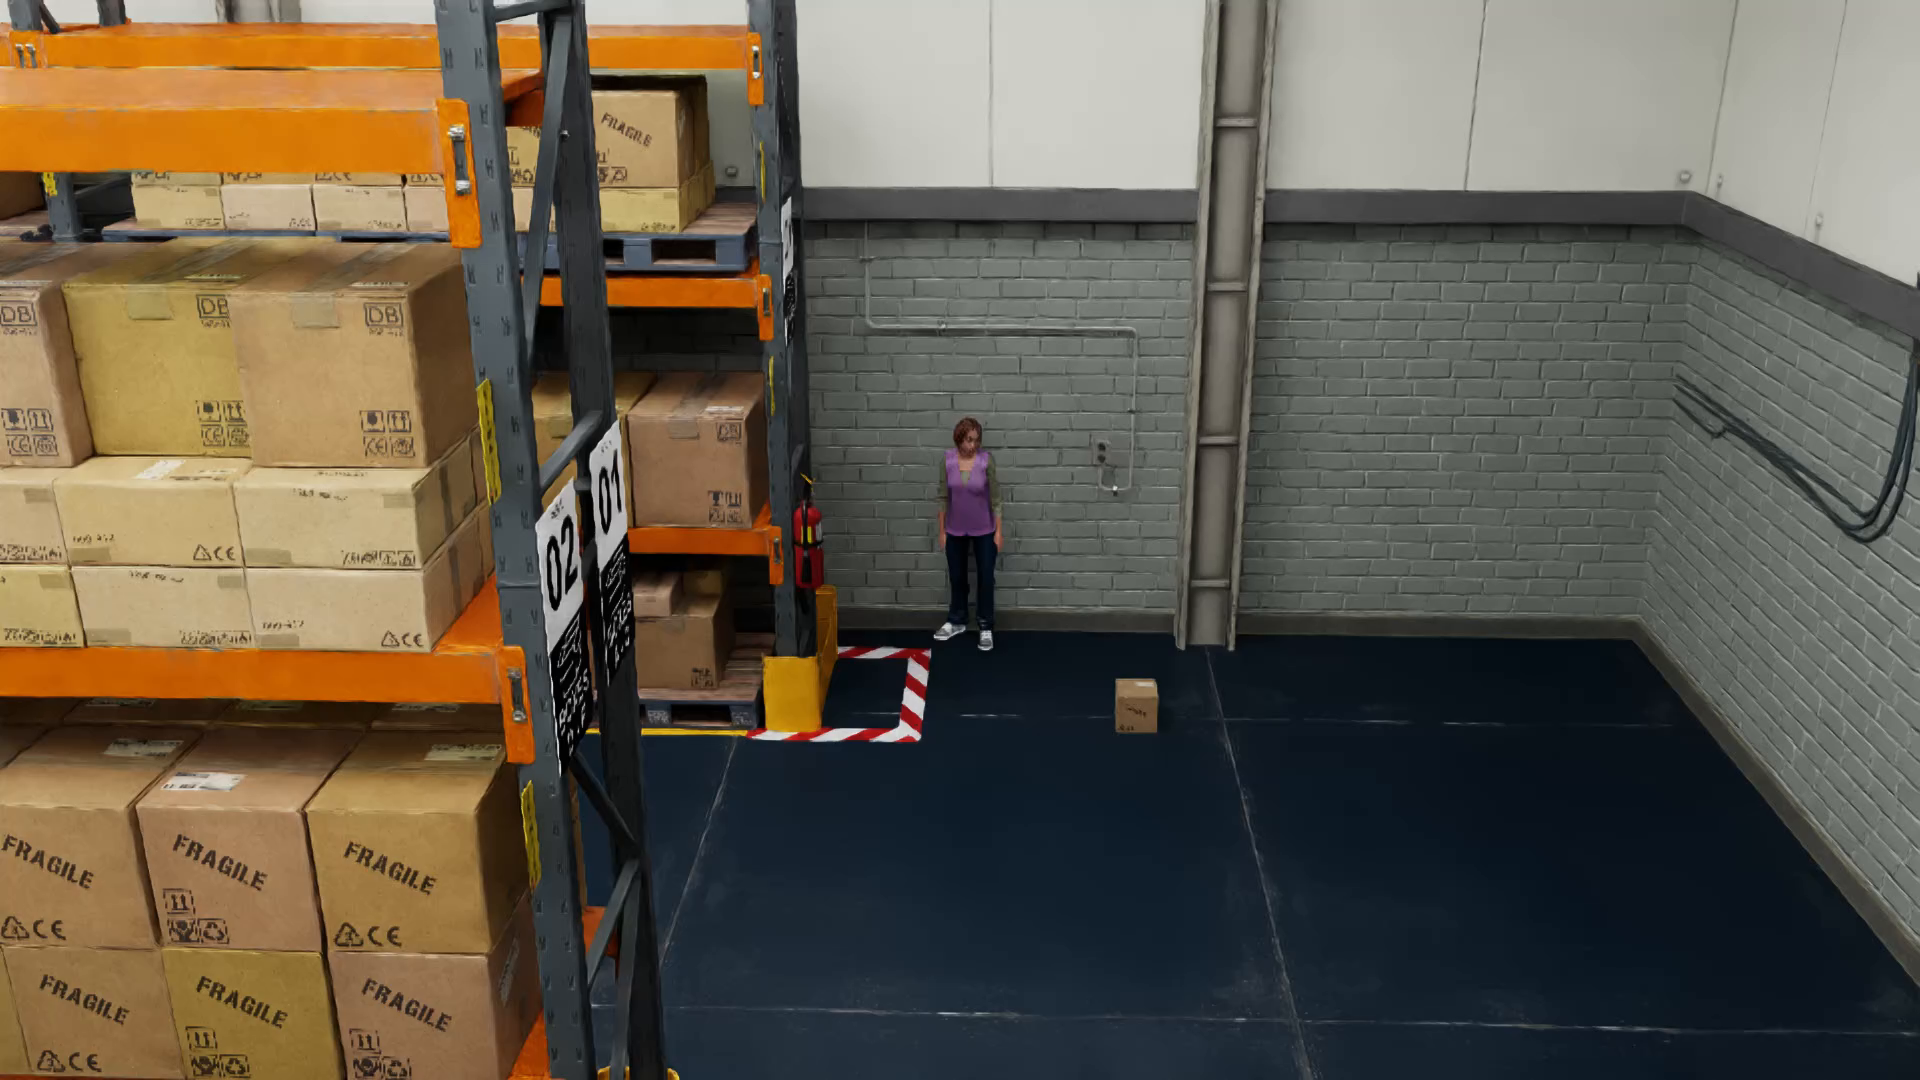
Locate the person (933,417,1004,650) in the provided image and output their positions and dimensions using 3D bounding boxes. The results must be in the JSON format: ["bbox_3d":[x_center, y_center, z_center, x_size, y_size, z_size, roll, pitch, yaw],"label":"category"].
[{"bbox_3d":[0.058,-0.052,11.163,0.484,1.600,0.372,5,22,12],"label":"person"}]
